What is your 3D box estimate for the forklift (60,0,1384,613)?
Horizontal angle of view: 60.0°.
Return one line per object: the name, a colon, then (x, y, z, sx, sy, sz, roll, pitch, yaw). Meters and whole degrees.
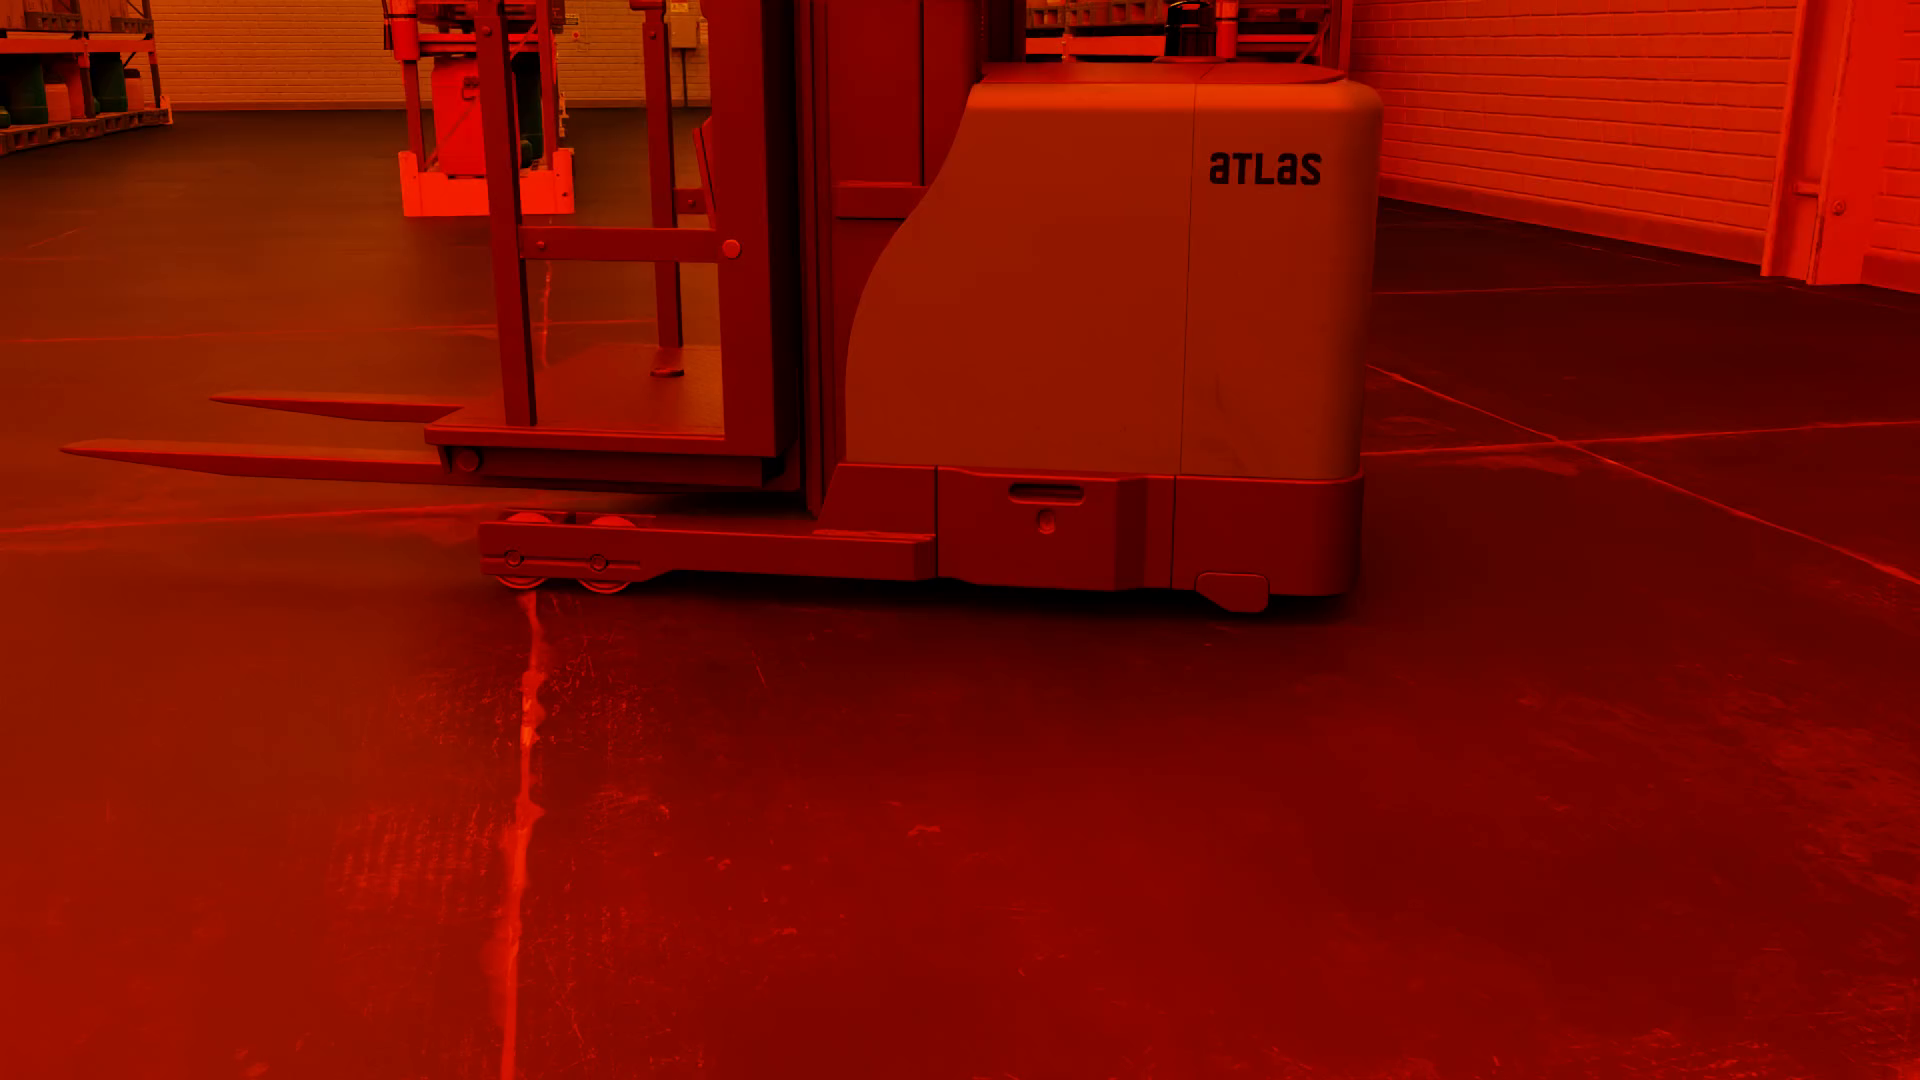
forklift: (-0.602, -1.433, 3.693, 3.031, 2.935, 1.130, 3, 17, 9)
